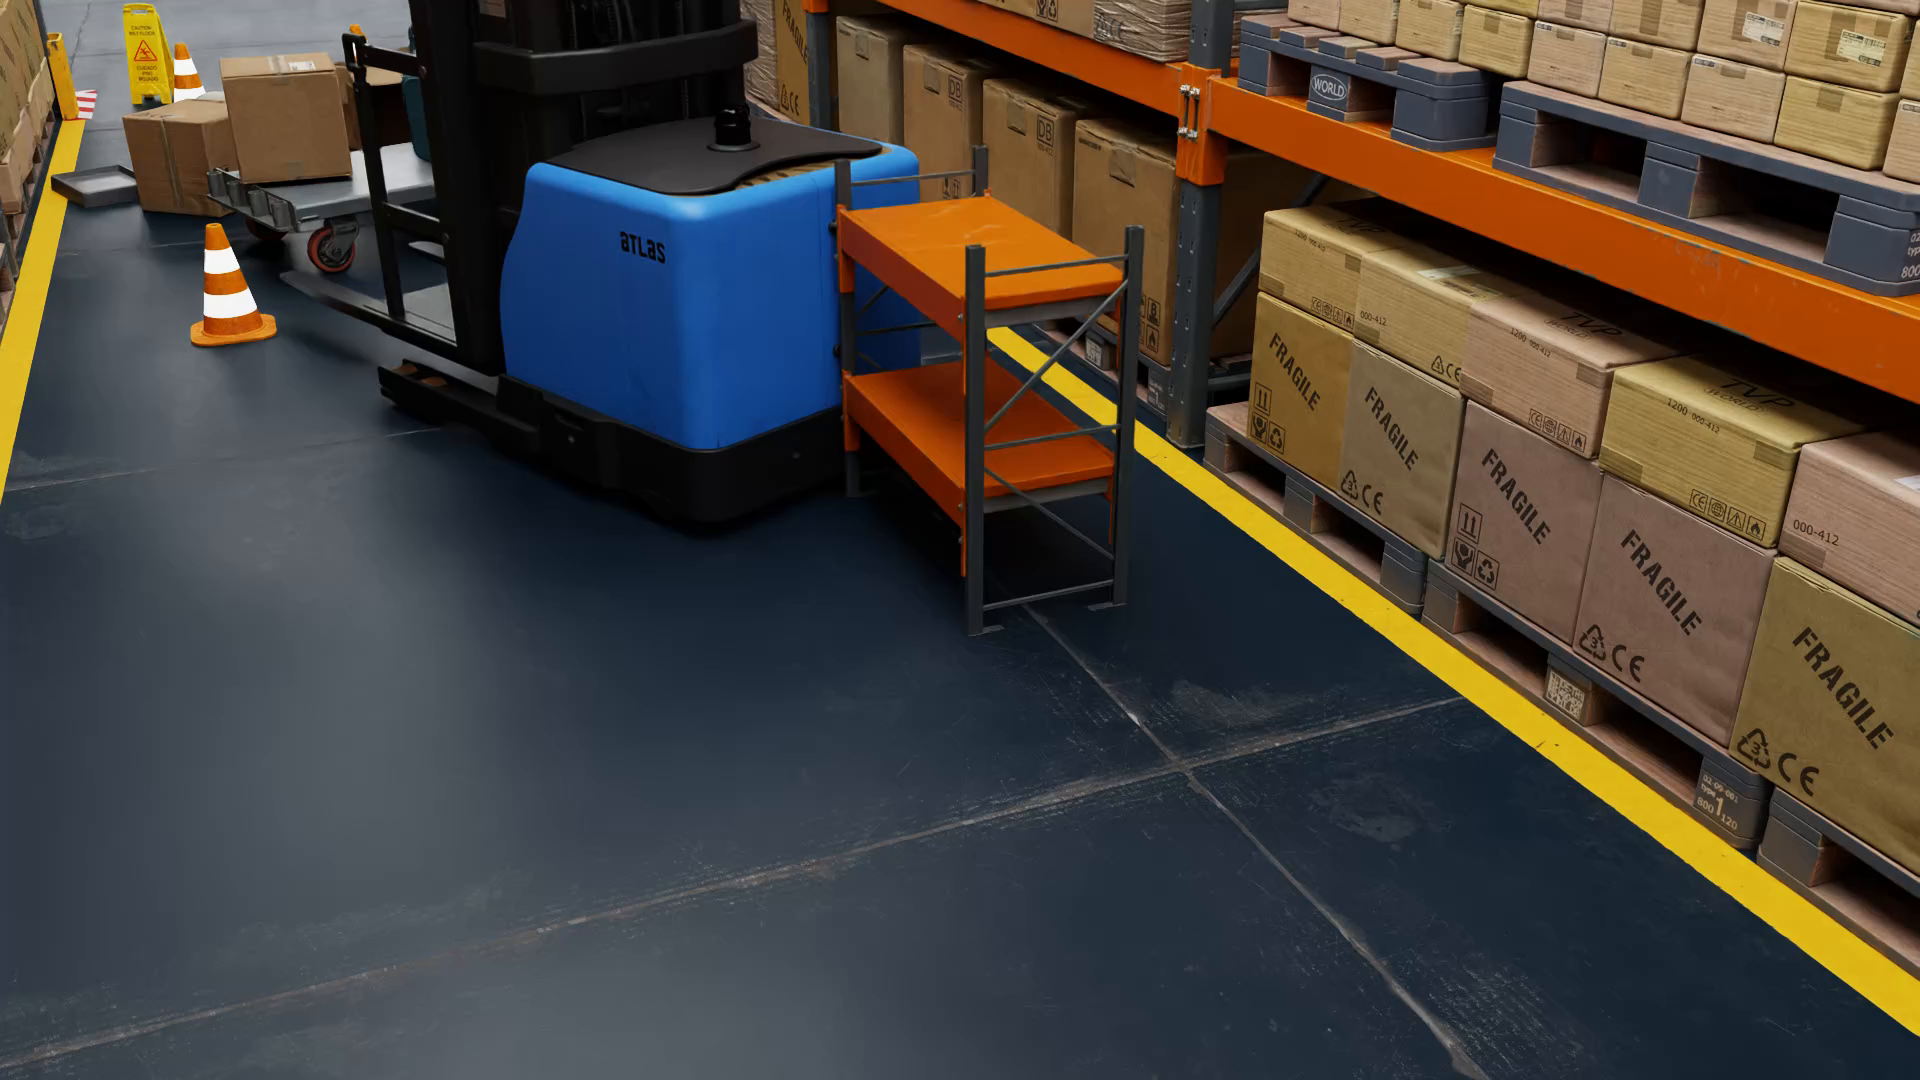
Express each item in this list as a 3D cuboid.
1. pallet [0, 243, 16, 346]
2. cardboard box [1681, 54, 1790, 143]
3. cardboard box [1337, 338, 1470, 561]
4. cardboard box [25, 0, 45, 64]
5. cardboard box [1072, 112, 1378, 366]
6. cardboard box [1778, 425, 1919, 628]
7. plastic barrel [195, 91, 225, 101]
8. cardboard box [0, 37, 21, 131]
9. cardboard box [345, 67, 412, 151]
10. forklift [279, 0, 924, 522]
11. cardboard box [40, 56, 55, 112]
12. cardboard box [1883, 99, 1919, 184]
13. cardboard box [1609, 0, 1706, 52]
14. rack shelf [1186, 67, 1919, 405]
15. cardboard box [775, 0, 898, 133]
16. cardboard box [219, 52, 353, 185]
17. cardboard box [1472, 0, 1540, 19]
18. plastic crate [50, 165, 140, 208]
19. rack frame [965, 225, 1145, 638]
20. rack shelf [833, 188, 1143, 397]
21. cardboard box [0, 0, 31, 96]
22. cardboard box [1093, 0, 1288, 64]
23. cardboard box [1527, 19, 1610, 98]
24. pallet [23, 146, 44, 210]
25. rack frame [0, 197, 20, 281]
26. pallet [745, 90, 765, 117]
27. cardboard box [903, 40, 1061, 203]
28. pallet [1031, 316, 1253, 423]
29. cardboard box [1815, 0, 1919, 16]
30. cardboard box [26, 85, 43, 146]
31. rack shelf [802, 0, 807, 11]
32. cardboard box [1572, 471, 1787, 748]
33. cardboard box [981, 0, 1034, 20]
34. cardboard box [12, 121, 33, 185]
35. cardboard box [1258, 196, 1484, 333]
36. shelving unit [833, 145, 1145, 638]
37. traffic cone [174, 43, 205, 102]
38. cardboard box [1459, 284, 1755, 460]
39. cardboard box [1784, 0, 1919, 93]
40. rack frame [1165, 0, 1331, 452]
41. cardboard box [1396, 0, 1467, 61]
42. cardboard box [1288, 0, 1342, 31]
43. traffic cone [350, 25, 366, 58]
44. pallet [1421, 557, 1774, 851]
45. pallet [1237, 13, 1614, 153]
[{"bbox_3d":[-4.551,-0.926,6.907,1.003,0.211,1.213,-11,28,-21],"label":"pallet"},{"bbox_3d":[1.835,-0.990,3.667,0.380,0.149,0.250,-12,28,-22],"label":"cardboard box"},{"bbox_3d":[1.466,-0.304,4.823,0.500,0.500,0.500,-10,28,-20],"label":"cardboard box"},{"bbox_3d":[-5.870,-3.120,10.021,0.500,0.500,0.500,-10,28,-20],"label":"cardboard box"},{"bbox_3d":[1.068,-1.209,6.393,1.050,0.750,0.750,-11,28,-21],"label":"cardboard box"},{"bbox_3d":[2.077,-0.025,3.397,0.500,0.250,0.500,-9,28,-18],"label":"cardboard box"},{"bbox_3d":[-4.222,-2.377,9.636,0.512,0.421,0.421,8,27,15],"label":"plastic barrel"},{"bbox_3d":[-5.061,-2.282,8.306,0.500,0.500,0.500,-9,28,-19],"label":"cardboard box"},{"bbox_3d":[-3.033,-2.397,9.432,0.797,0.637,0.503,-11,28,-21],"label":"cardboard box"},{"bbox_3d":[-1.546,-1.906,5.812,3.031,2.935,1.130,22,33,37],"label":"forklift"},{"bbox_3d":[-5.851,-2.772,10.163,0.500,0.250,0.500,-11,28,-21],"label":"cardboard box"},{"bbox_3d":[2.043,-0.775,3.227,0.380,0.149,0.250,-12,28,-23],"label":"cardboard box"},{"bbox_3d":[1.734,-1.230,3.819,0.380,0.149,0.250,-11,28,-21],"label":"cardboard box"},{"bbox_3d":[2.007,-0.639,3.960,1.077,0.370,4.000,-11,28,-21],"label":"rack shelf"},{"bbox_3d":[-0.524,-2.885,9.682,0.875,0.875,0.875,-10,28,-20],"label":"cardboard box"},{"bbox_3d":[-3.231,-2.028,7.971,0.500,0.500,0.500,-11,28,-21],"label":"cardboard box"},{"bbox_3d":[1.543,-1.432,4.232,0.380,0.149,0.250,-10,28,-20],"label":"cardboard box"},{"bbox_3d":[-4.718,-1.956,9.165,0.402,0.080,0.583,-22,34,-38],"label":"plastic crate"},{"bbox_3d":[0.249,-0.278,4.536,0.500,1.125,0.032,-11,28,-21],"label":"rack frame"},{"bbox_3d":[0.051,-0.746,4.829,0.538,0.278,1.000,-11,28,-21],"label":"rack shelf"},{"bbox_3d":[-5.472,-2.705,9.171,0.500,0.500,0.500,-11,28,-22],"label":"cardboard box"},{"bbox_3d":[0.801,-1.951,5.712,0.500,0.500,0.500,-11,28,-21],"label":"cardboard box"},{"bbox_3d":[1.638,-1.197,4.091,0.380,0.149,0.250,-10,28,-19],"label":"cardboard box"},{"bbox_3d":[-5.635,-1.999,9.103,1.003,0.211,1.213,-11,28,-21],"label":"pallet"},{"bbox_3d":[-4.858,-2.493,6.938,1.000,3.000,0.127,-11,28,-21],"label":"rack frame"},{"bbox_3d":[-1.050,-2.945,11.042,1.003,0.211,1.213,-11,28,-21],"label":"pallet"},{"bbox_3d":[0.358,-1.937,7.884,1.050,0.750,0.750,-11,28,-21],"label":"cardboard box"},{"bbox_3d":[0.985,-0.848,6.746,1.003,0.211,1.213,-11,28,-21],"label":"pallet"},{"bbox_3d":[1.944,-1.153,3.322,0.380,0.149,0.250,-12,28,-23],"label":"cardboard box"},{"bbox_3d":[-5.454,-2.360,9.321,0.500,0.250,0.500,-12,28,-22],"label":"cardboard box"},{"bbox_3d":[-1.126,-3.869,10.575,1.077,0.370,4.000,-11,28,-21],"label":"rack shelf"},{"bbox_3d":[1.871,0.109,3.978,0.500,0.500,0.500,-11,28,-22],"label":"cardboard box"},{"bbox_3d":[0.411,-2.354,6.538,0.500,0.500,0.500,-11,28,-21],"label":"cardboard box"},{"bbox_3d":[-5.060,-1.945,8.469,0.500,0.250,0.500,-9,27,-18],"label":"cardboard box"},{"bbox_3d":[1.271,-0.852,5.093,0.500,0.250,0.500,-12,28,-23],"label":"cardboard box"},{"bbox_3d":[0.051,-0.483,4.957,0.538,1.125,1.048,-11,28,-21],"label":"shelving unit"},{"bbox_3d":[-5.069,-3.016,10.900,0.336,0.463,0.334,-11,28,-21],"label":"traffic cone"},{"bbox_3d":[1.652,-0.446,4.260,0.500,0.250,0.500,-10,28,-20],"label":"cardboard box"},{"bbox_3d":[1.933,-1.023,3.395,0.380,0.149,0.250,-10,28,-20],"label":"cardboard box"},{"bbox_3d":[1.224,-1.770,5.456,1.000,3.000,0.127,-11,28,-21],"label":"rack frame"},{"bbox_3d":[1.425,-1.413,4.533,0.380,0.149,0.250,-9,27,-18],"label":"cardboard box"},{"bbox_3d":[1.214,-1.630,4.978,0.380,0.149,0.250,-11,28,-21],"label":"cardboard box"},{"bbox_3d":[-4.180,-3.344,11.572,0.336,0.463,0.334,-11,28,-21],"label":"traffic cone"},{"bbox_3d":[2.003,0.291,4.414,1.003,0.211,1.213,-11,28,-21],"label":"pallet"},{"bbox_3d":[1.601,-1.414,4.946,1.213,0.211,1.003,-11,28,-21],"label":"pallet"}]
